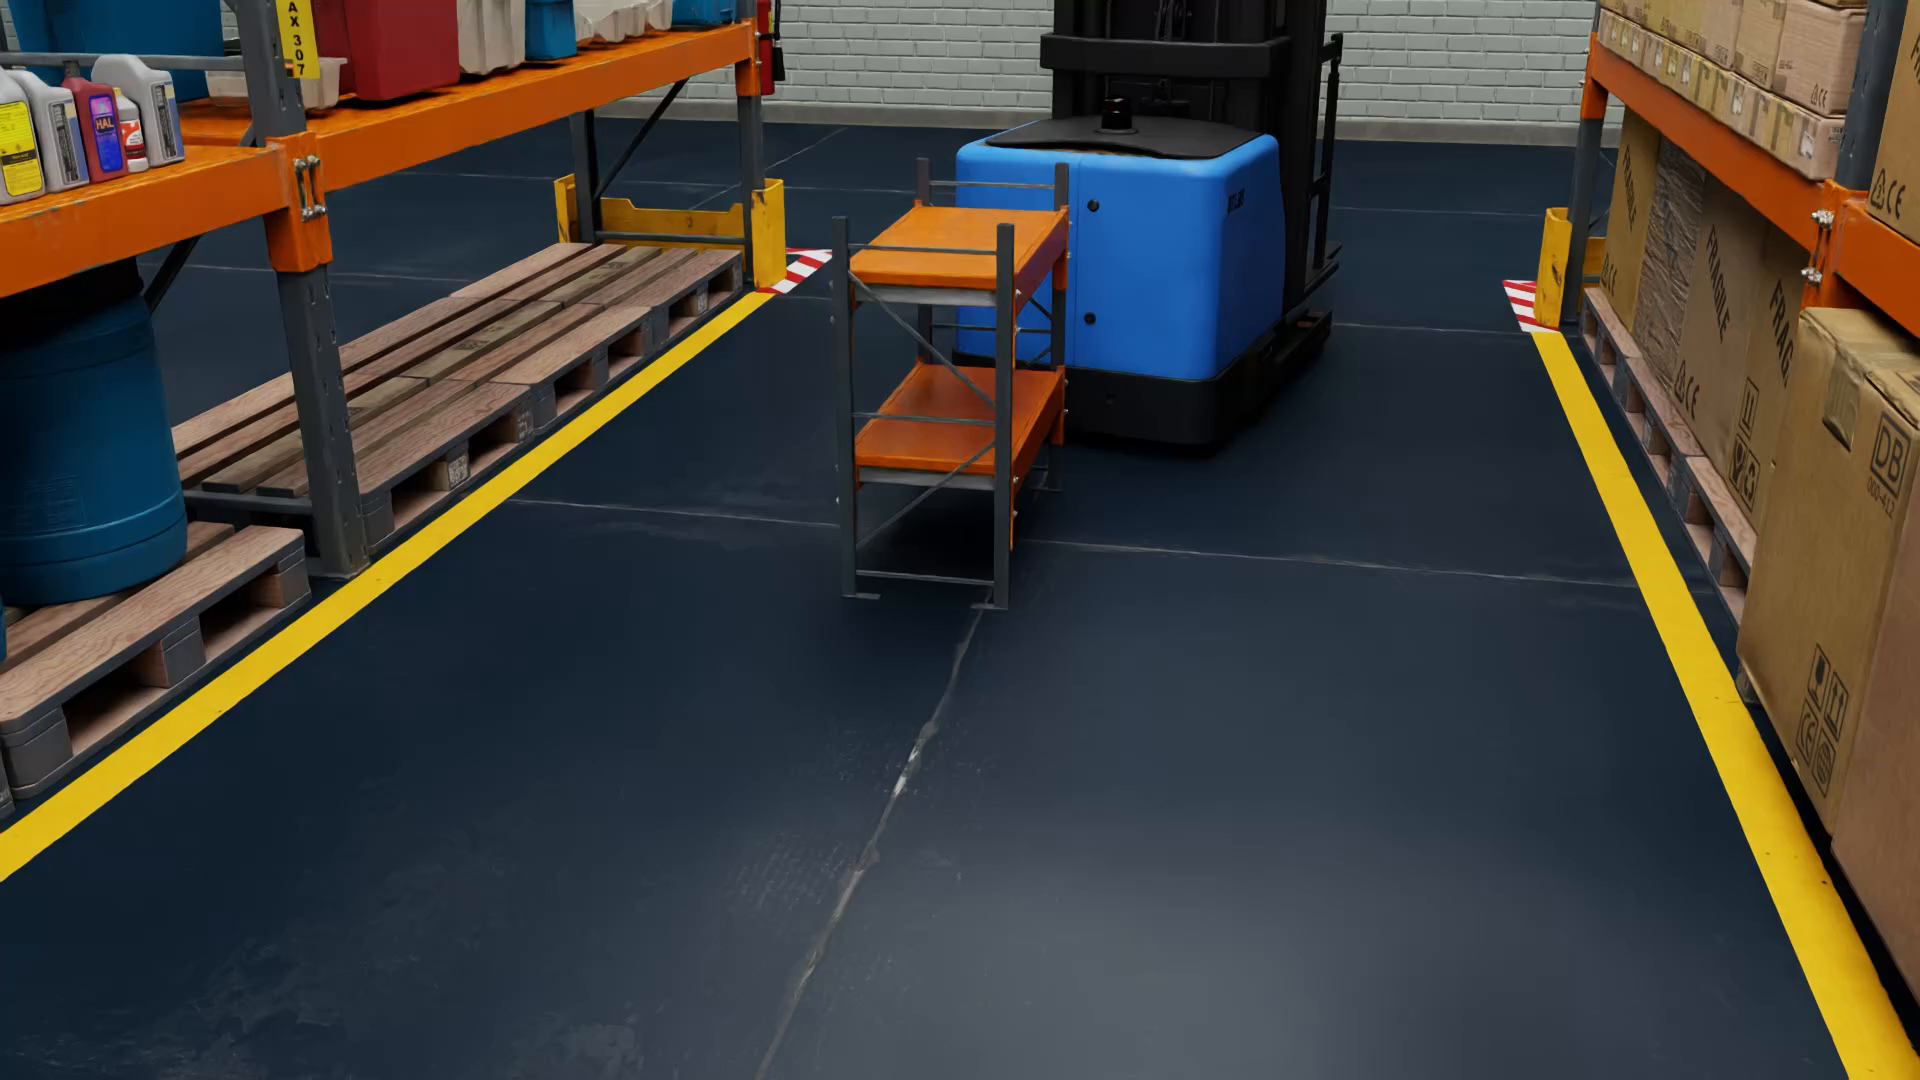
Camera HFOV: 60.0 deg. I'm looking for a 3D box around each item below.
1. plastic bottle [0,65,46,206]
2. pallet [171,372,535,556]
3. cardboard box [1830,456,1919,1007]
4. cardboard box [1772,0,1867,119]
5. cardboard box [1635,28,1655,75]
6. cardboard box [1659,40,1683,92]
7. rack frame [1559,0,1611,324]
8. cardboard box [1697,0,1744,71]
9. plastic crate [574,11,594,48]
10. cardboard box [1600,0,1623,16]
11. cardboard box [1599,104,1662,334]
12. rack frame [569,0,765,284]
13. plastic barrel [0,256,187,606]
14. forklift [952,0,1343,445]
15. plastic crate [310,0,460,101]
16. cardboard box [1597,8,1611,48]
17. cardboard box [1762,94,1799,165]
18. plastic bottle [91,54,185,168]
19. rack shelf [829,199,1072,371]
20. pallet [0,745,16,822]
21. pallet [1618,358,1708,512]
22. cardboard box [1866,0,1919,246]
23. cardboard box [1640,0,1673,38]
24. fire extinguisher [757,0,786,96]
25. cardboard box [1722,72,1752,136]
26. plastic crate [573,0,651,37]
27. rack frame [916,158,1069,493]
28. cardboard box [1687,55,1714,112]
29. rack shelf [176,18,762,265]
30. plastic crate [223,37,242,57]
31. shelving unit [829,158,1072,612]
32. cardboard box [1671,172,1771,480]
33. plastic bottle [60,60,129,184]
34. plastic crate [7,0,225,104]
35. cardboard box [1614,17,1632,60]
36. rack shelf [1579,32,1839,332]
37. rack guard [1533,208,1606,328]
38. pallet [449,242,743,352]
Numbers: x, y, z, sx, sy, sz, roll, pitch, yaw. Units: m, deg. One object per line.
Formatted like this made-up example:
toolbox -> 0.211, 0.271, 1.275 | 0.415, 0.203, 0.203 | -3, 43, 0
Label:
plastic bottle -> -2.191, -0.939, 3.736 | 0.144, 0.351, 0.185 | 4, 22, 11
pallet -> -2.212, -0.301, 5.819 | 1.003, 0.211, 1.213 | 4, 22, 11
cardboard box -> 2.232, 0.408, 2.608 | 1.225, 0.875, 0.875 | 4, 22, 9
cardboard box -> 2.358, -1.195, 4.109 | 0.500, 0.250, 0.500 | 4, 22, 10
cardboard box -> 2.737, -1.811, 6.171 | 0.380, 0.149, 0.250 | 4, 22, 10
cardboard box -> 2.633, -1.624, 5.708 | 0.380, 0.149, 0.250 | 4, 22, 10
rack frame -> 3.341, -2.408, 7.318 | 1.000, 3.000, 0.127 | 4, 22, 11
cardboard box -> 2.565, -1.571, 5.043 | 0.500, 0.250, 0.500 | 5, 22, 12
plastic crate -> -1.646, -2.061, 6.728 | 0.298, 0.136, 0.250 | 4, 22, 11
cardboard box -> 2.978, -2.322, 6.906 | 0.500, 0.250, 0.500 | 4, 22, 9
cardboard box -> 3.288, -1.377, 7.040 | 0.875, 0.875, 0.875 | 4, 22, 11
rack frame -> -1.508, -2.786, 8.255 | 1.000, 3.000, 0.127 | 4, 22, 11
plastic barrel -> -2.452, -0.347, 4.446 | 0.600, 0.901, 0.708 | 4, 22, 11
forklift -> 1.034, -2.219, 6.940 | 1.130, 2.935, 3.031 | 10, 24, 22
plastic crate -> -1.897, -1.688, 5.363 | 0.402, 0.464, 0.583 | 4, 22, 11
cardboard box -> 2.945, -2.187, 7.105 | 0.380, 0.149, 0.250 | 5, 22, 12
cardboard box -> 2.318, -1.060, 4.306 | 0.380, 0.149, 0.250 | 5, 22, 12
plastic bottle -> -2.088, -1.097, 4.227 | 0.152, 0.276, 0.135 | 4, 22, 11
rack shelf -> 0.001, -0.796, 5.040 | 0.538, 0.278, 1.000 | 4, 22, 11
pallet -> -2.769, 0.697, 3.340 | 1.003, 0.211, 1.213 | 4, 22, 11
pallet -> 3.003, -0.371, 5.993 | 1.003, 0.211, 1.213 | 4, 22, 11
cardboard box -> 2.186, -0.843, 3.297 | 0.500, 0.500, 0.500 | 5, 22, 11
cardboard box -> 2.773, -1.948, 5.977 | 0.500, 0.250, 0.500 | 4, 22, 9
fire extinguisher -> -1.032, -2.597, 8.390 | 0.296, 0.674, 0.183 | 4, 22, 11
cardboard box -> 2.423, -1.247, 4.772 | 0.380, 0.149, 0.250 | 5, 22, 12
plastic crate -> -1.570, -2.274, 7.258 | 0.396, 0.136, 0.243 | 4, 22, 11
rack frame -> 0.105, -0.710, 5.611 | 0.500, 1.125, 0.032 | 4, 22, 11
cardboard box -> 2.528, -1.435, 5.238 | 0.380, 0.149, 0.250 | 4, 22, 10
rack shelf -> -1.916, -1.721, 6.574 | 1.077, 0.370, 4.000 | 4, 22, 11
plastic crate -> -2.359, -1.653, 5.731 | 0.437, 0.125, 0.590 | 4, 22, 11
shelving unit -> 0.001, -0.524, 5.150 | 0.538, 1.125, 1.048 | 4, 22, 11
cardboard box -> 2.921, -0.719, 5.406 | 0.875, 0.875, 0.875 | 4, 22, 11
plastic bottle -> -2.091, -1.012, 4.007 | 0.061, 0.283, 0.133 | 4, 22, 11
plastic crate -> -2.563, -1.540, 5.103 | 0.392, 0.384, 0.575 | 4, 22, 11
cardboard box -> 2.842, -1.999, 6.639 | 0.380, 0.149, 0.250 | 4, 22, 10
rack shelf -> 2.933, -1.343, 5.636 | 1.077, 0.370, 4.000 | 4, 22, 11
rack guard -> 3.346, -1.257, 7.807 | 1.175, 0.500, 0.348 | 4, 22, 11
pallet -> -1.714, -1.194, 8.035 | 1.003, 0.211, 1.213 | 4, 22, 11
